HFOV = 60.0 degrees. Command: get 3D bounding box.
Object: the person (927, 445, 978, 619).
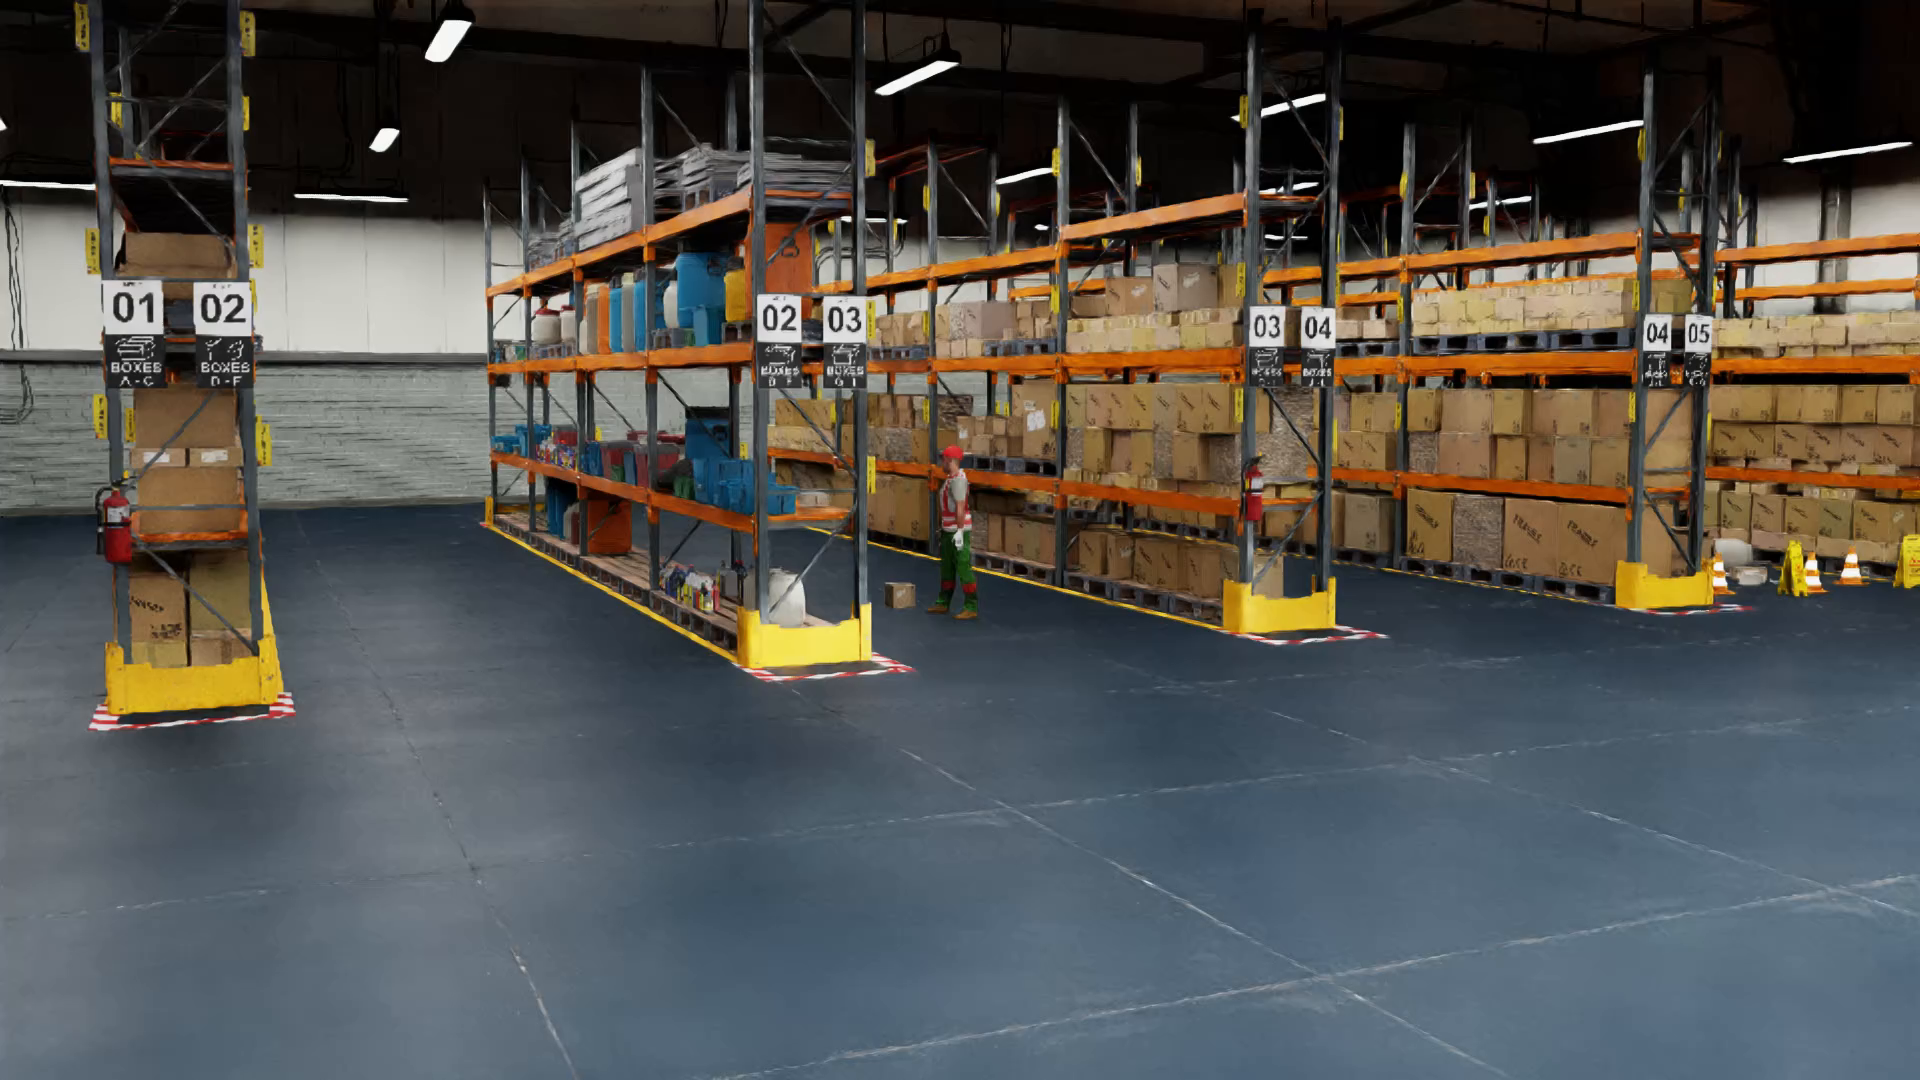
[{"bbox_3d":[-0.088,-0.092,17.340,0.525,1.792,0.575,-1,5,-8],"label":"person"}]
